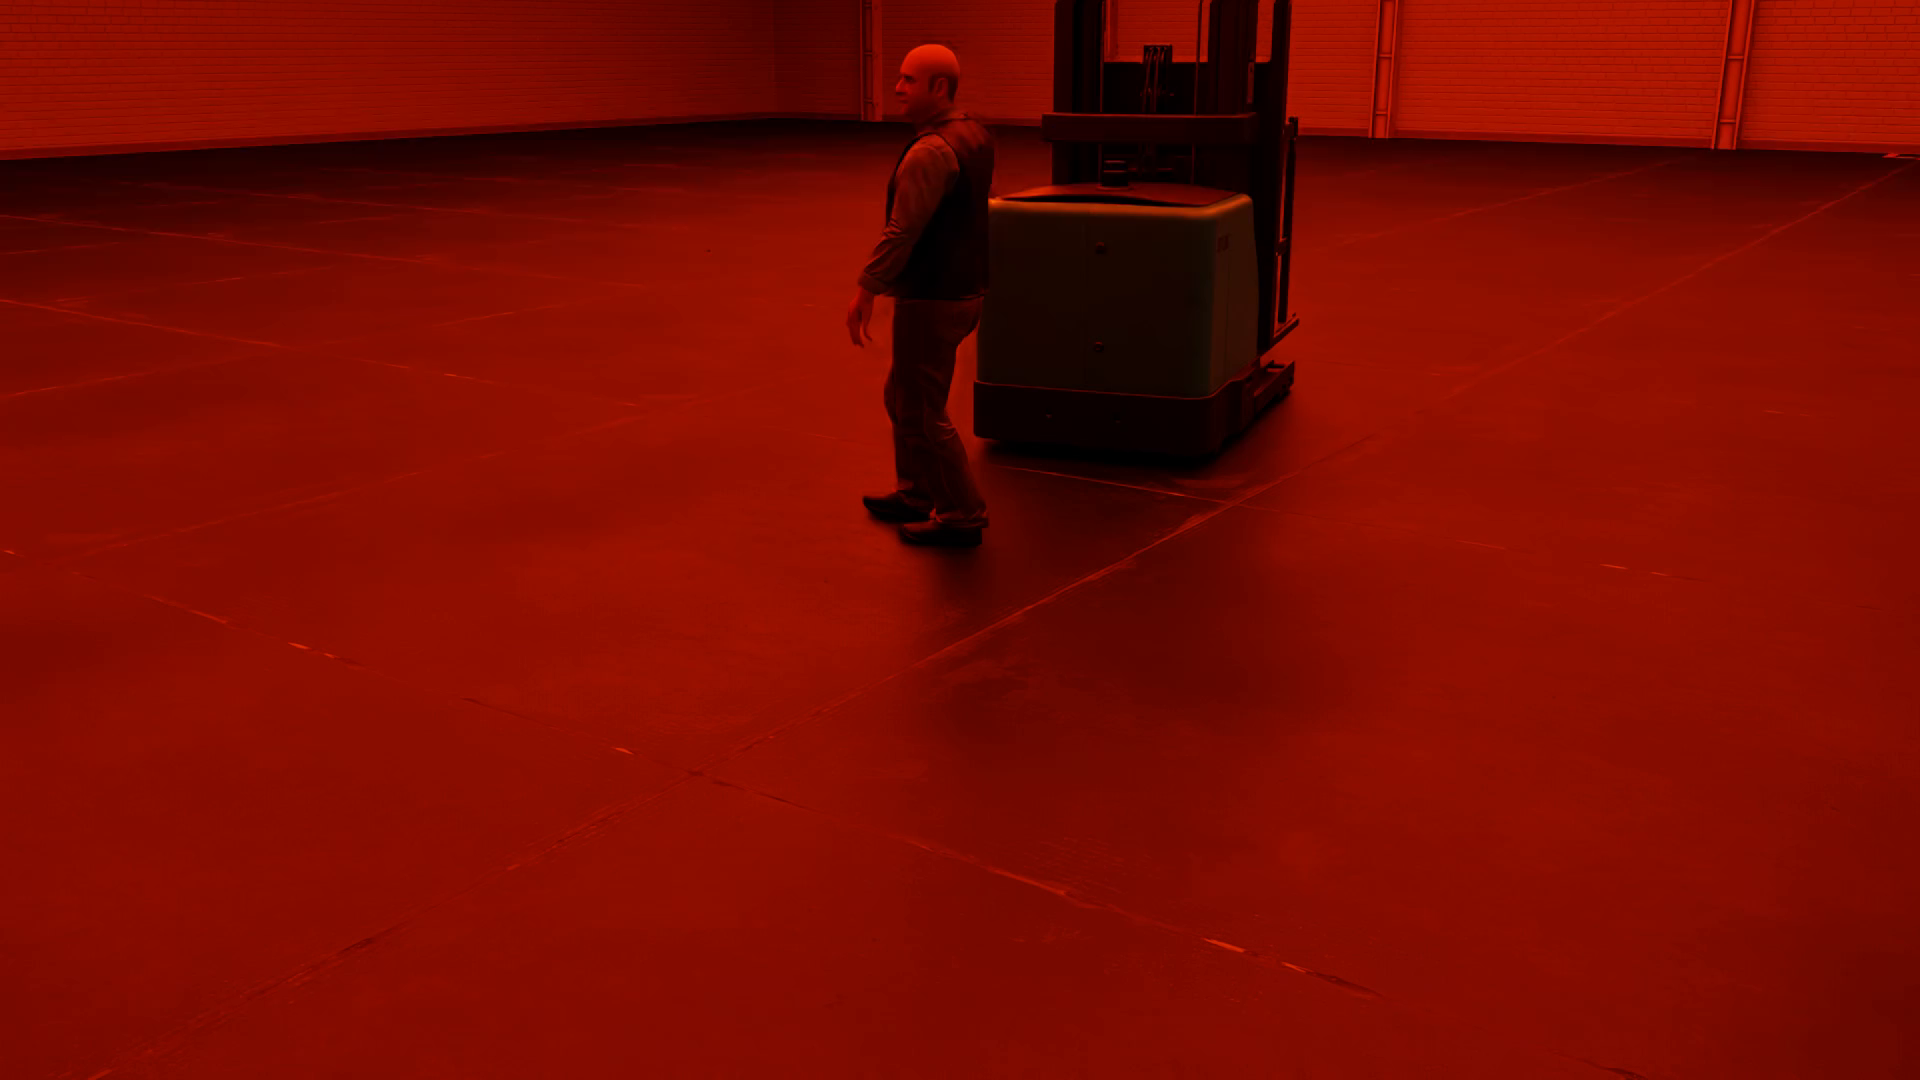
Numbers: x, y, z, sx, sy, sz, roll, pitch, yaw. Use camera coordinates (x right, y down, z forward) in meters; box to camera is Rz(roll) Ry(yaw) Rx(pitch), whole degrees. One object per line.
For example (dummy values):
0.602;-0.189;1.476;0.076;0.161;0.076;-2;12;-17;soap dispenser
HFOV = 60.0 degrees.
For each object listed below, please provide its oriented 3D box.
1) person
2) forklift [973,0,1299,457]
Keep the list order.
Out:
-0.161;-0.822;5.747;0.559;1.710;0.670;4;17;13;person
1.061;-2.131;7.960;1.130;2.935;3.031;6;18;20;forklift
